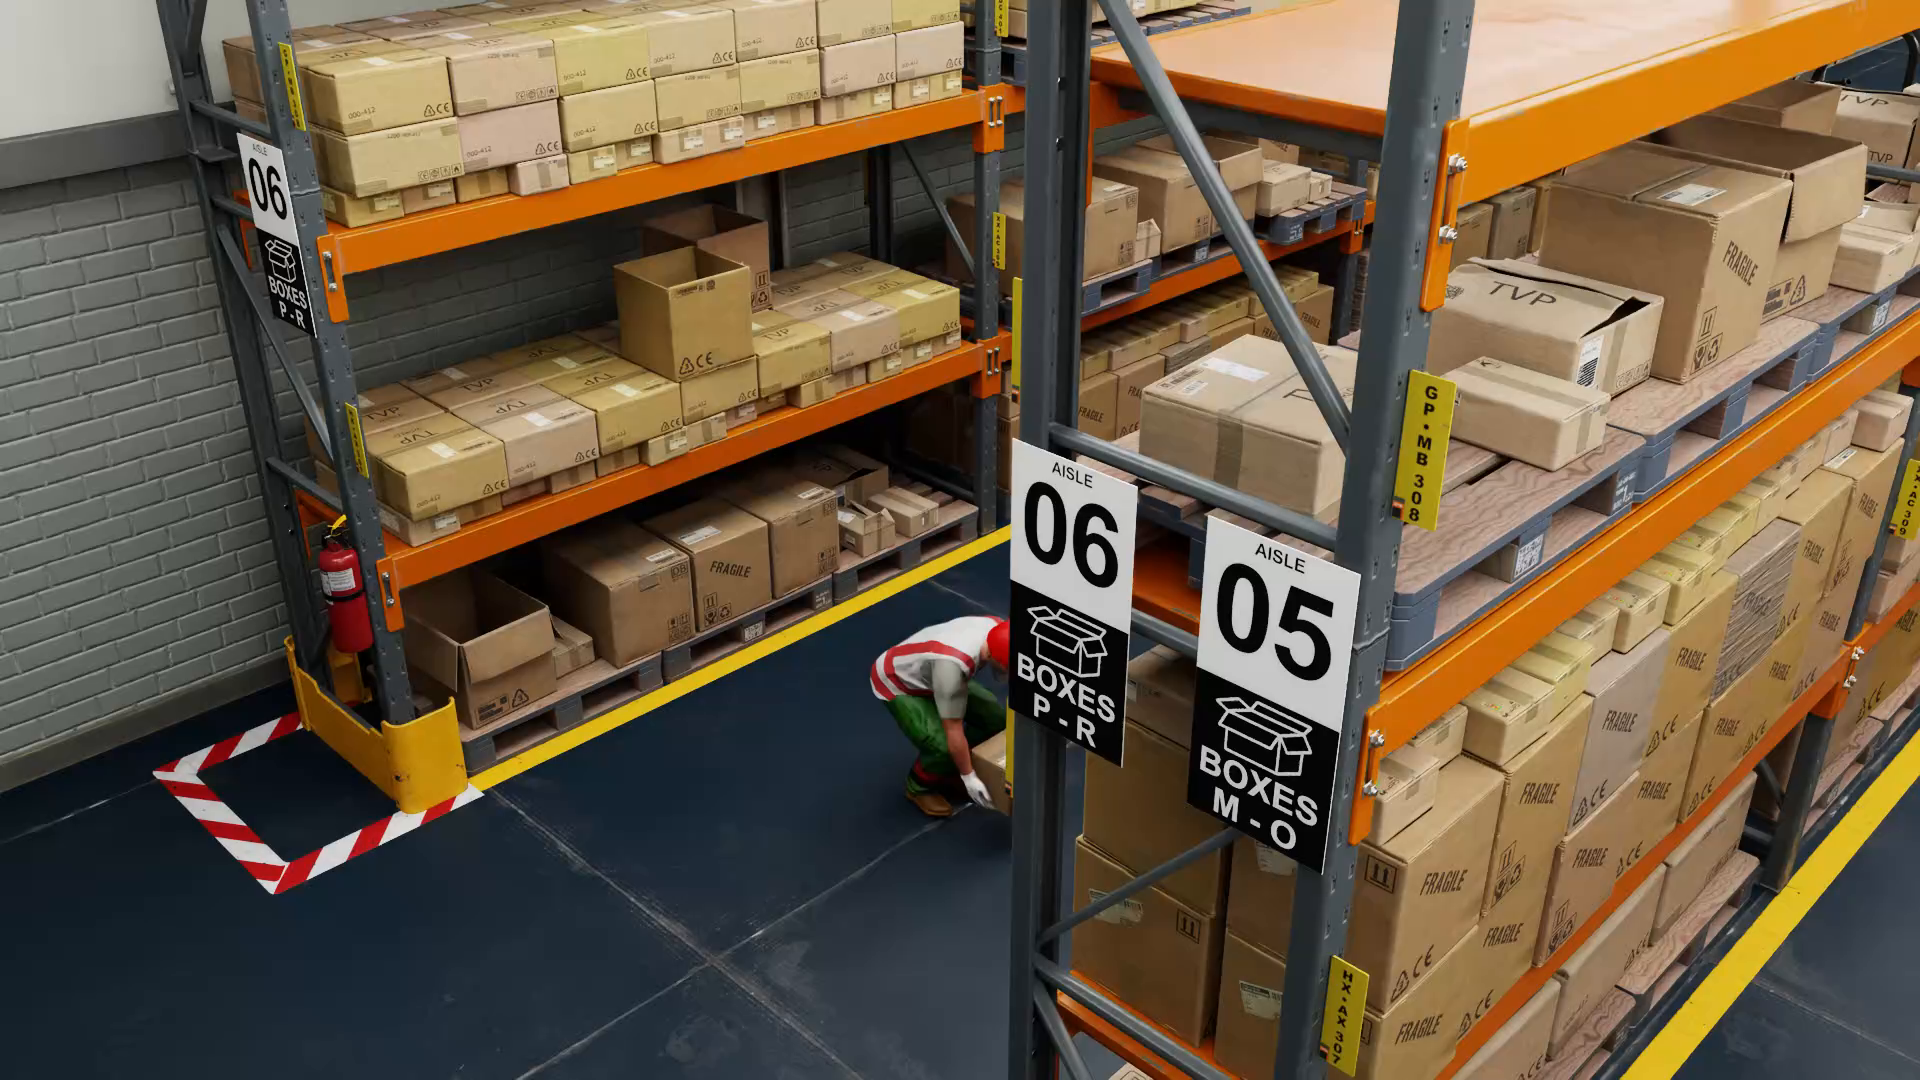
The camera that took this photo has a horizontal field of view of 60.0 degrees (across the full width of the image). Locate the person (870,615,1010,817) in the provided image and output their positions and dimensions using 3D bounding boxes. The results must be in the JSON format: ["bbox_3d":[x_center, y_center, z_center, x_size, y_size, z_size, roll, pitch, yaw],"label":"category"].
[{"bbox_3d":[-0.007,0.768,7.876,0.857,1.094,0.576,24,36,38],"label":"person"}]
